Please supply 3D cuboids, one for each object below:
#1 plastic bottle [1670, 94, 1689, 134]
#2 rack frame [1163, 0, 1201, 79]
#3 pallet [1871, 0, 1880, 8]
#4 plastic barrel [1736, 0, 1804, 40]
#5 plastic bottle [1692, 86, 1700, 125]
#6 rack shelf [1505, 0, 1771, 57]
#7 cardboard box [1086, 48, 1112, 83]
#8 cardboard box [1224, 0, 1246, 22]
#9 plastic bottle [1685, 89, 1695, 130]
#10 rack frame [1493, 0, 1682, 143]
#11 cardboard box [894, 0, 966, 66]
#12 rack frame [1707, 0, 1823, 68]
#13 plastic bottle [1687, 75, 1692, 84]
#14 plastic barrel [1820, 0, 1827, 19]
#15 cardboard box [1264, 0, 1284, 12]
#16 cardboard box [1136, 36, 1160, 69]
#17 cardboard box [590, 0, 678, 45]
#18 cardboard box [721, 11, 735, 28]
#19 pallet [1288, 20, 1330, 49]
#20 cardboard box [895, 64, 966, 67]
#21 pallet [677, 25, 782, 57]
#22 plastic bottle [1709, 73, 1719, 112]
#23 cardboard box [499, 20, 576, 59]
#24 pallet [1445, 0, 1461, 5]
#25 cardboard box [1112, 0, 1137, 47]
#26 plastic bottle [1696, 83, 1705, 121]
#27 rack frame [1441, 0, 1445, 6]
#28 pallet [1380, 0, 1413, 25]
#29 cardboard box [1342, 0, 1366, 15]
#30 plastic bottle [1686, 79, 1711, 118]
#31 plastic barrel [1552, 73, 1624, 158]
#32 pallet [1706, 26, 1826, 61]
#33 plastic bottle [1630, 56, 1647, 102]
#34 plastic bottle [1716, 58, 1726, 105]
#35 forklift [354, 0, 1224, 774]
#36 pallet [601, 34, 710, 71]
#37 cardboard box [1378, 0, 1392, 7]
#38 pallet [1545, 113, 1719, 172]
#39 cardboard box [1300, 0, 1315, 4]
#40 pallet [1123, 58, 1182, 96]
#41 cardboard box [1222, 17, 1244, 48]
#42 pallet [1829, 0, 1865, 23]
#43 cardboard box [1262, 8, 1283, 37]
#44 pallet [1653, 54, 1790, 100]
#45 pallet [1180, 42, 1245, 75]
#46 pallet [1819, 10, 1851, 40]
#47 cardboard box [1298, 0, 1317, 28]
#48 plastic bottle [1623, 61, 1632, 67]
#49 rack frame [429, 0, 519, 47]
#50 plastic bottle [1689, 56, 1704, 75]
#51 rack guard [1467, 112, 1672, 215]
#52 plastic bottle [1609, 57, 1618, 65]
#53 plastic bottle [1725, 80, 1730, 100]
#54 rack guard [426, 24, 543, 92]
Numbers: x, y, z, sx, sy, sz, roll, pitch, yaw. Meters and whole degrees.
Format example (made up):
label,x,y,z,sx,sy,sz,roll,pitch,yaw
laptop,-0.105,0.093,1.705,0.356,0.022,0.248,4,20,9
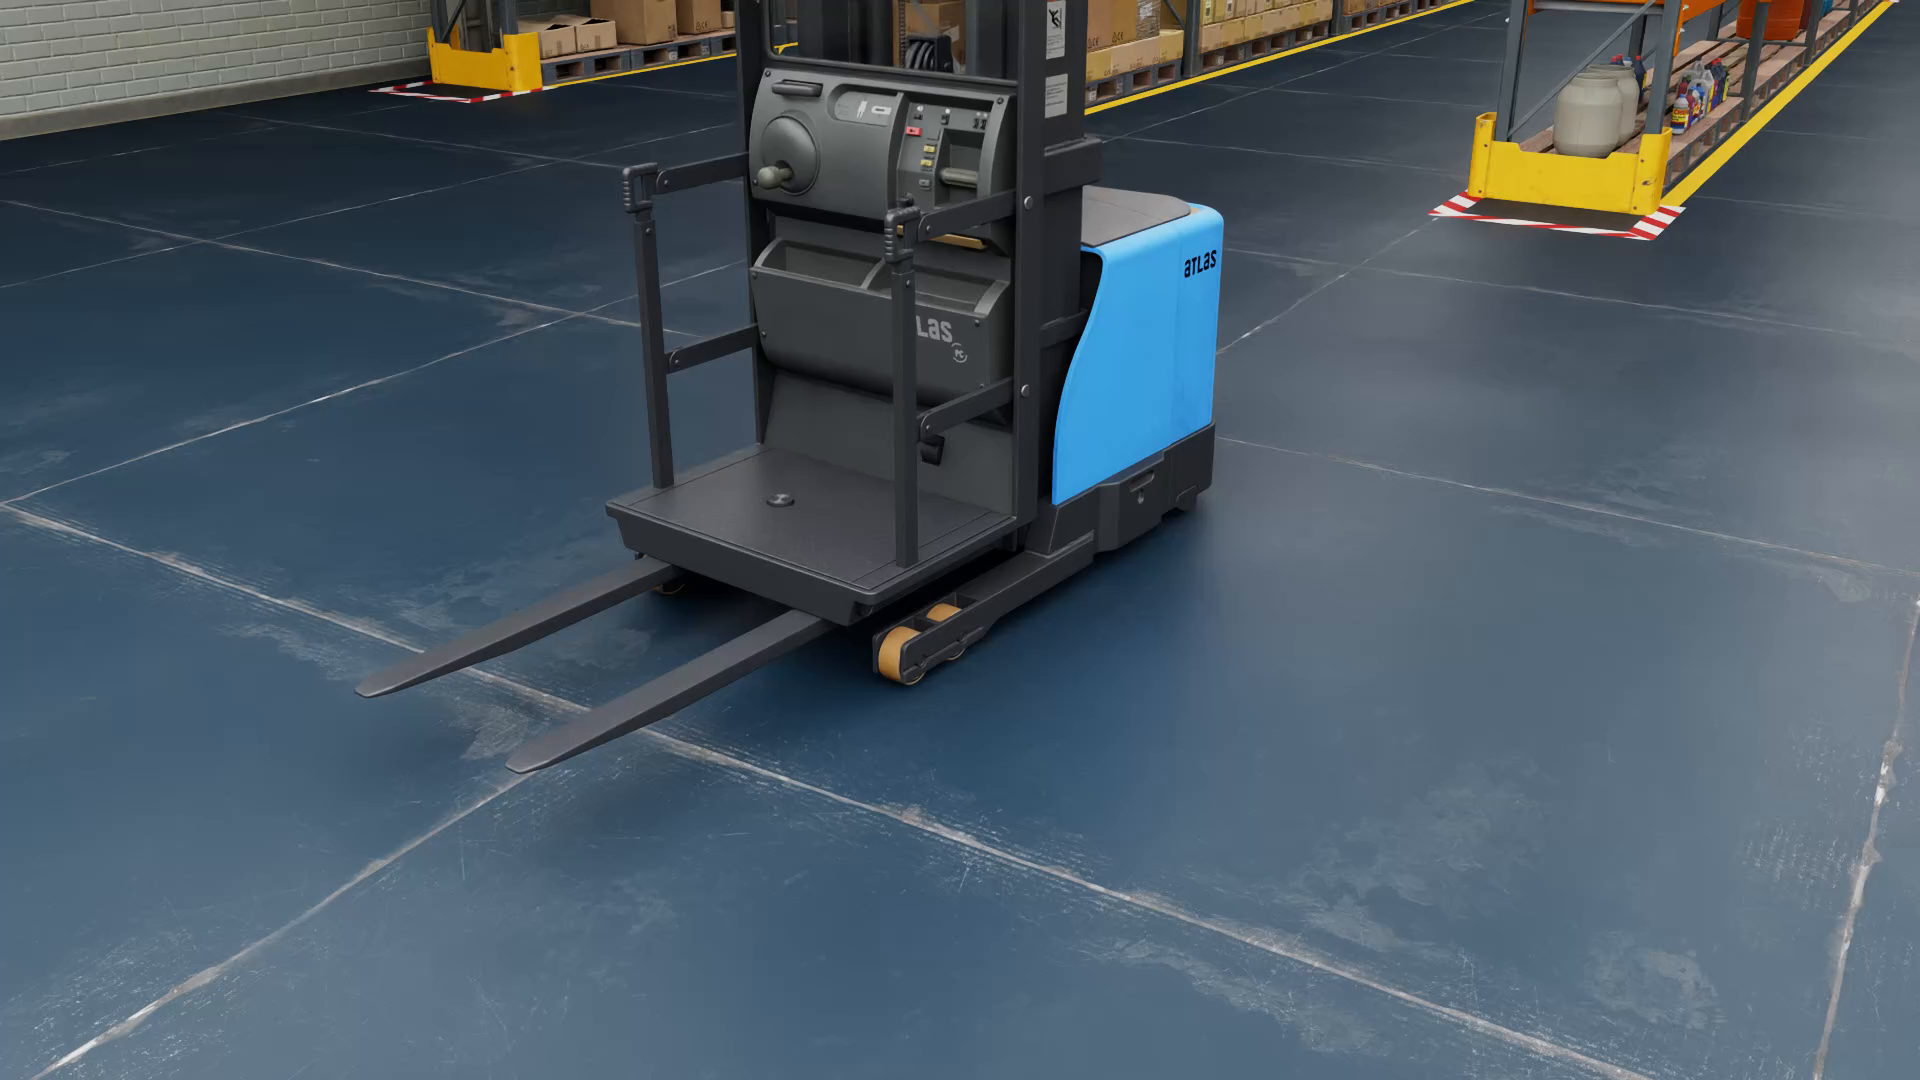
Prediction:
label,x,y,z,sx,sy,sz,roll,pitch,yaw
plastic bottle,5.152,-3.053,11.907,0.097,0.271,0.097,0,23,0
rack frame,1.834,-5.946,15.709,1.000,3.000,0.127,14,27,29
pallet,11.903,-7.407,22.593,1.003,0.211,1.213,14,27,29
plastic barrel,8.394,-5.622,17.164,0.600,0.830,0.708,14,27,29
plastic bottle,5.385,-3.202,12.252,0.097,0.271,0.097,0,23,0
rack shelf,4.986,-3.901,11.892,1.077,0.370,4.000,14,27,29
cardboard box,0.989,-4.167,14.532,0.500,0.250,0.500,14,27,29
cardboard box,2.533,-5.389,16.649,0.500,0.311,0.500,14,27,28
plastic bottle,5.287,-3.131,12.072,0.061,0.283,0.133,14,27,30
rack frame,3.931,-3.556,10.189,1.000,3.000,0.127,14,27,29
cardboard box,-0.245,-4.114,13.466,0.500,0.500,0.500,14,27,29
rack frame,8.151,-6.256,16.426,1.000,3.000,0.127,14,27,29
plastic bottle,5.574,-3.423,12.747,0.061,0.283,0.133,14,27,29
plastic barrel,9.586,-6.417,18.911,0.600,0.901,0.708,14,27,29
cardboard box,3.074,-5.740,17.461,0.500,0.311,0.500,15,27,30
cardboard box,1.503,-4.508,15.319,0.500,0.250,0.500,14,27,29
cardboard box,-3.314,-5.331,16.882,0.700,0.500,0.500,12,26,26
cardboard box,-2.633,-5.697,18.148,0.380,0.166,0.250,10,25,22
pallet,3.477,-5.746,18.758,1.003,0.211,1.213,14,27,29
cardboard box,-0.244,-3.769,13.614,0.500,0.250,0.500,14,27,29
pallet,-2.700,-5.469,18.117,1.003,0.211,1.213,14,27,29
plastic bottle,5.794,-3.455,12.822,0.061,0.283,0.133,16,28,32
cardboard box,-4.045,-4.815,15.928,0.500,0.311,0.500,11,26,23
pallet,6.417,-7.598,23.035,1.003,0.211,1.213,14,27,29
cardboard box,1.241,-4.683,14.779,0.500,0.500,0.500,14,27,29
plastic bottle,5.492,-3.271,12.410,0.097,0.271,0.097,0,23,0
rack frame,6.054,-8.646,21.946,1.000,3.000,0.127,14,27,29
pallet,5.015,-6.670,20.892,1.003,0.211,1.213,14,27,29
cardboard box,4.427,-6.444,19.453,0.500,0.500,0.500,15,28,31
plastic bottle,5.585,-3.353,12.594,0.152,0.276,0.135,14,27,30
plastic barrel,4.213,-2.846,11.150,0.421,0.512,0.421,0,23,0
pallet,8.531,-5.252,17.615,1.003,0.211,1.213,14,27,29
plastic bottle,5.385,-3.677,13.249,0.144,0.351,0.185,14,27,29
plastic bottle,5.946,-3.615,13.105,0.144,0.351,0.185,13,27,28
forklift,-0.380,-1.149,4.714,1.130,2.935,3.031,17,29,34
pallet,-3.343,-5.055,17.162,1.003,0.211,1.213,14,27,29
cardboard box,4.968,-6.790,20.252,0.500,0.500,0.500,13,27,28
pallet,5.008,-2.995,12.403,1.003,0.211,1.213,14,27,29
cardboard box,3.609,-6.079,18.243,0.500,0.311,0.500,13,27,28
pallet,1.379,-4.406,15.663,1.003,0.211,1.213,14,27,29
cardboard box,2.528,-5.133,16.764,0.500,0.250,0.500,15,27,30
pallet,10.616,-6.583,20.691,1.003,0.211,1.213,14,27,29
cardboard box,3.068,-5.480,17.565,0.500,0.250,0.500,14,27,30
pallet,7.065,-4.313,15.448,1.003,0.211,1.213,14,27,29
pallet,2.190,-4.923,16.856,1.003,0.211,1.213,14,27,29
pallet,9.818,-6.075,19.518,1.003,0.211,1.213,14,27,29
cardboard box,3.605,-5.823,18.358,0.500,0.250,0.500,14,27,28
plastic bottle,5.353,-3.728,13.460,0.152,0.276,0.135,15,28,31
rack frame,-4.486,-5.632,14.985,1.000,3.000,0.127,14,27,29
plastic bottle,5.823,-3.645,13.175,0.144,0.351,0.185,14,27,29
rack guard,3.931,-2.445,10.768,1.175,0.500,0.348,14,27,29
plastic bottle,5.163,-3.643,13.171,0.144,0.351,0.185,13,26,27
plastic bottle,6.114,-3.636,13.343,0.097,0.201,0.097,0,23,0
rack guard,-4.446,-4.511,15.541,1.175,0.500,0.348,14,27,29
